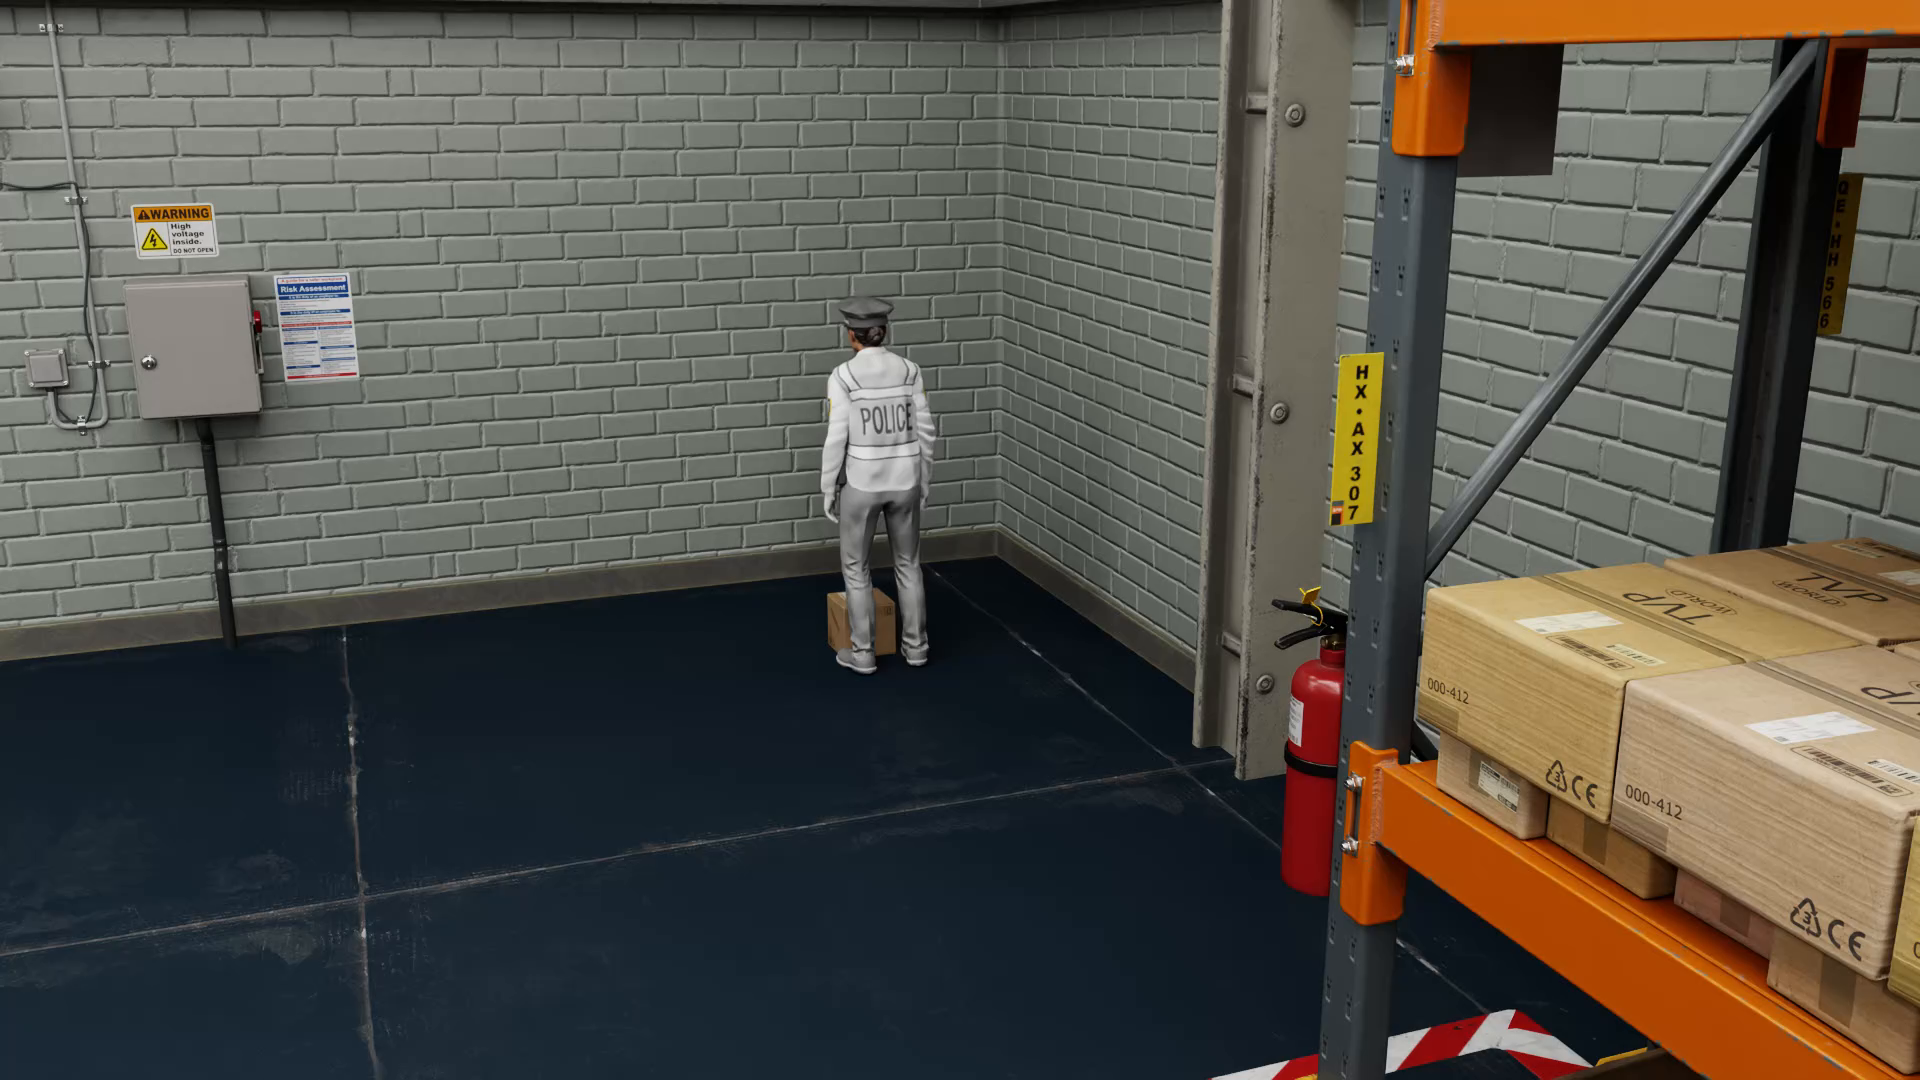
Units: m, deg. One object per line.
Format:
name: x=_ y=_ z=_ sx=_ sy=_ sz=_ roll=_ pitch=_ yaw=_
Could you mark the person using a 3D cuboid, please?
person: x=-0.366 y=-0.230 z=7.339 sx=0.528 sy=1.662 sz=0.375 roll=-7 pitch=17 yaw=-22
